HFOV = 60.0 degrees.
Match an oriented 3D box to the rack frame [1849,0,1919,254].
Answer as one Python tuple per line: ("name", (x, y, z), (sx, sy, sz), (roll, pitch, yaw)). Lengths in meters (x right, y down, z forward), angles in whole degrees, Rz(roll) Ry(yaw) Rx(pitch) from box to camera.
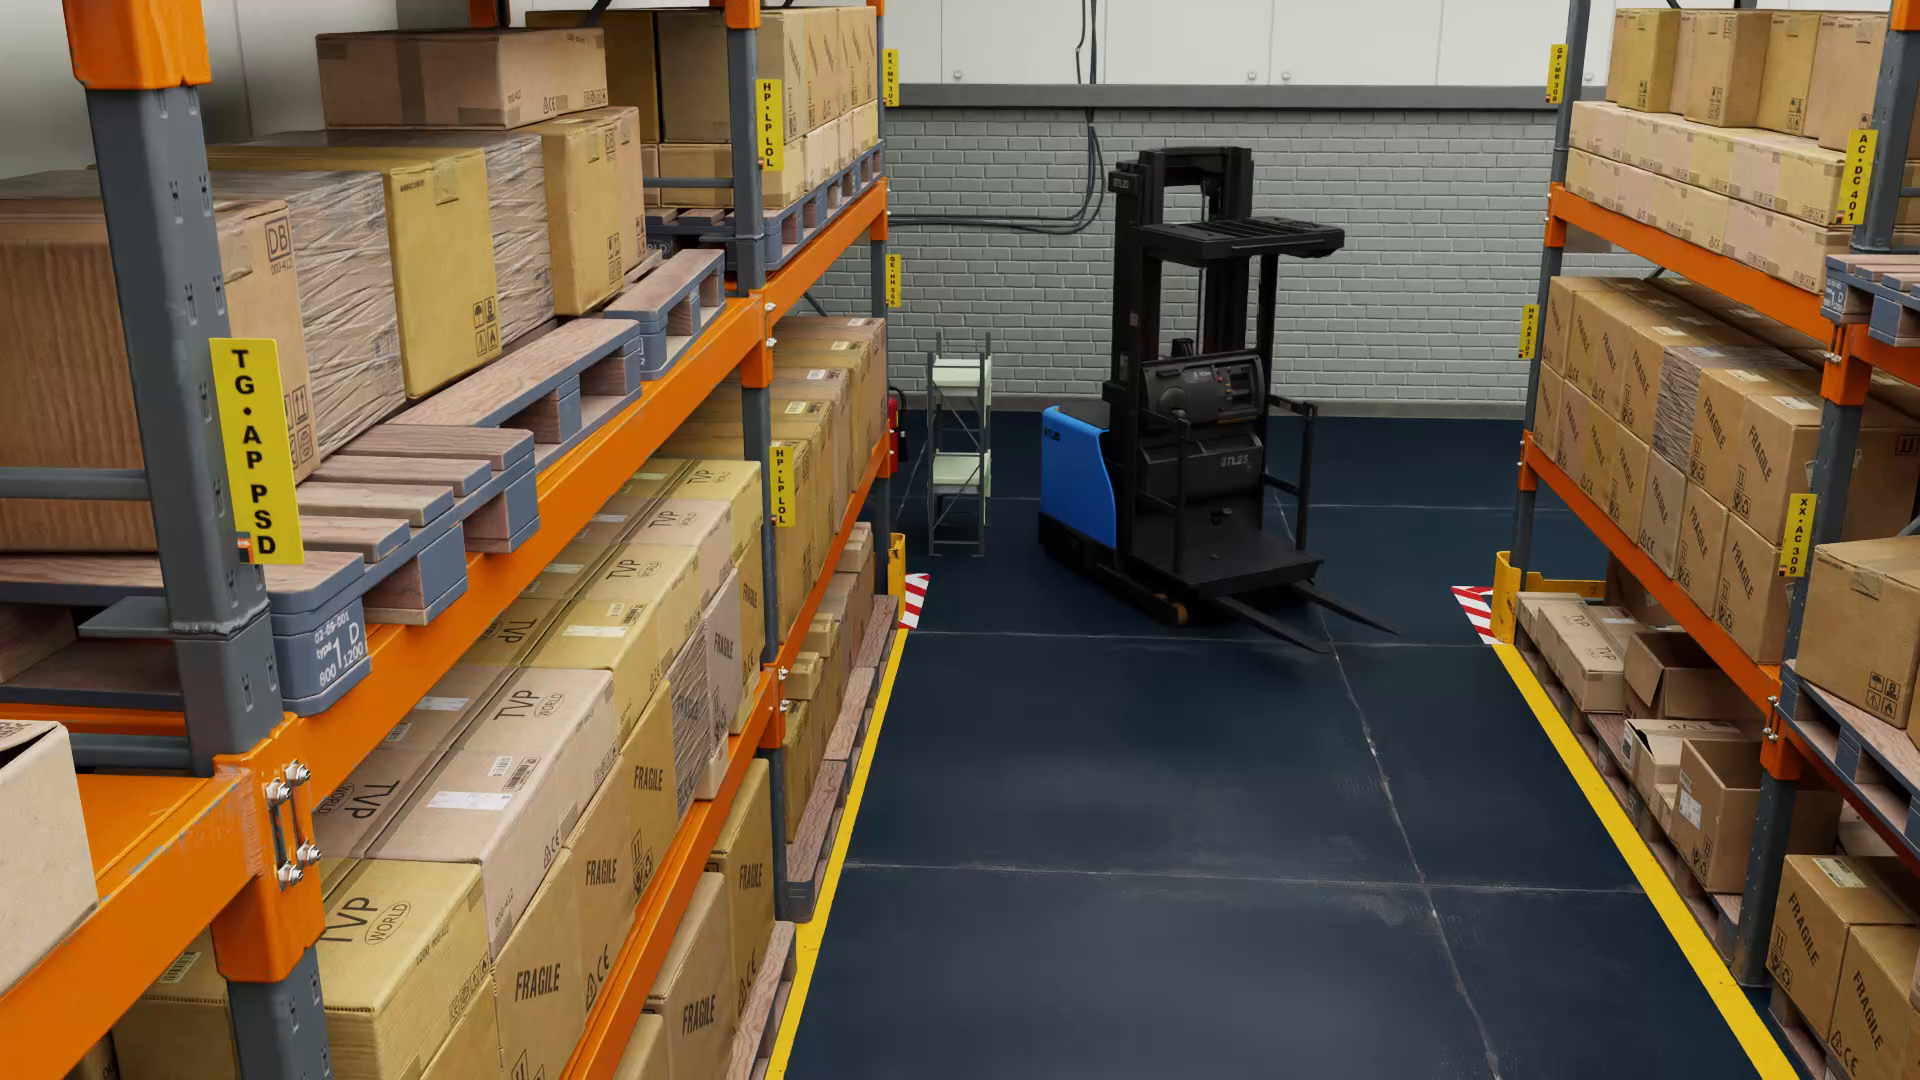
("rack frame", (3.701, -2.446, 5.437), (1.000, 3.000, 0.127), (1, 18, 4))

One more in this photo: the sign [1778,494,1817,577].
("sign", (3.159, -0.016, 6.266), (0.100, 0.325, 0.005), (1, 18, 4))

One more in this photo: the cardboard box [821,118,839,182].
("cardboard box", (-0.848, -1.832, 7.786), (0.500, 0.250, 0.500), (1, 18, 2))

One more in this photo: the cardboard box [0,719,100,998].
("cardboard box", (-1.309, 0.375, 1.756), (0.500, 0.311, 0.500), (1, 18, 4))

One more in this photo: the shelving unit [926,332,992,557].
("shelving unit", (0.000, -0.711, 12.183), (0.431, 1.500, 0.755), (1, 18, 4))

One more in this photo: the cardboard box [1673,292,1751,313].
("cardboard box", (4.195, -1.059, 9.072), (0.500, 0.500, 0.500), (2, 18, 5))

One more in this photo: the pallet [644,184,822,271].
("pallet", (-1.171, -1.342, 7.026), (1.003, 0.211, 1.213), (1, 18, 4))

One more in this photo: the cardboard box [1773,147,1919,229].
("cardboard box", (3.465, -1.344, 6.329), (0.500, 0.250, 0.500), (1, 18, 4))

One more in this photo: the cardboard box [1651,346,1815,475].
("cardboard box", (3.549, -0.597, 7.660), (0.500, 0.500, 0.500), (1, 18, 4))

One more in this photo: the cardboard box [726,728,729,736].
("cardboard box", (-1.040, 0.675, 5.918), (0.380, 0.149, 0.250), (2, 18, 6))

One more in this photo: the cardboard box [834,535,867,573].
("cardboard box", (-0.749, 0.076, 9.672), (0.380, 0.149, 0.250), (2, 18, 5))

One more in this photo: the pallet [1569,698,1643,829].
("pallet", (3.836, 1.137, 8.615), (1.003, 0.211, 1.213), (1, 18, 4))

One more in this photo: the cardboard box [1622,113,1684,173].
("cardboard box", (3.619, -1.965, 8.224), (0.500, 0.250, 0.500), (1, 18, 4))

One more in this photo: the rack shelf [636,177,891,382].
("rack shelf", (-1.097, -1.410, 8.245), (1.077, 0.370, 4.000), (1, 18, 4))

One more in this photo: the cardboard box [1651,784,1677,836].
("cardboard box", (3.426, 1.249, 7.665), (0.380, 0.149, 0.250), (1, 18, 4))

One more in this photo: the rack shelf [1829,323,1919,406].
("rack shelf", (3.557, -0.058, 4.120), (1.077, 0.370, 4.000), (1, 18, 4))

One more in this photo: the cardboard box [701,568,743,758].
("cardboard box", (-1.049, 0.404, 5.701), (0.500, 0.500, 0.500), (1, 18, 4))

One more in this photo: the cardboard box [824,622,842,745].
("cardboard box", (-1.006, 0.738, 8.693), (0.700, 0.500, 0.500), (2, 18, 5))

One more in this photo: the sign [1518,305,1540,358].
("sign", (3.446, -1.261, 10.064), (0.100, 0.325, 0.005), (1, 18, 4))

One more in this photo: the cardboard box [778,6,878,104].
("cardboard box", (-0.734, -2.671, 9.142), (0.500, 0.500, 0.500), (1, 18, 4))

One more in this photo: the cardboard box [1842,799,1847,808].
("cardboard box", (3.999, 1.148, 7.947), (0.380, 0.166, 0.250), (1, 18, 4))

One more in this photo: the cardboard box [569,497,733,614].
("cardboard box", (-1.065, 0.050, 5.579), (0.500, 0.250, 0.500), (2, 18, 5))

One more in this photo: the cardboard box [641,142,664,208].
("cardboard box", (-1.425, -1.524, 6.845), (0.500, 0.250, 0.500), (1, 18, 4))

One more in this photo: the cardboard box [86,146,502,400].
("cardboard box", (-1.511, -0.634, 3.855), (0.700, 0.500, 0.500), (2, 18, 7))

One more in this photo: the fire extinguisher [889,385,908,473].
("fire extinguisher", (-0.482, -0.770, 10.678), (0.296, 0.674, 0.183), (1, 18, 4))

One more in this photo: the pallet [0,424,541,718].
("pallet", (-1.534, 0.001, 3.090), (1.213, 0.211, 1.003), (2, 18, 6))

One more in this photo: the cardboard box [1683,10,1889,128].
("cardboard box", (3.789, -2.162, 7.619), (0.700, 0.500, 0.500), (1, 18, 4))

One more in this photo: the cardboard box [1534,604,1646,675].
("cardboard box", (3.630, 0.578, 9.552), (0.500, 0.250, 0.500), (1, 18, 4))

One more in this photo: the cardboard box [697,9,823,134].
("cardboard box", (-0.879, -2.037, 7.208), (0.500, 0.500, 0.500), (1, 18, 3))

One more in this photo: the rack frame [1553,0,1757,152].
("rack frame", (3.988, -3.689, 9.228), (1.000, 3.000, 0.127), (1, 18, 4))

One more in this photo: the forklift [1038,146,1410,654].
("forklift", (1.703, -0.986, 10.725), (1.130, 2.935, 3.031), (-9, 20, -26))

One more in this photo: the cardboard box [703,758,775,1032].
("cardboard box", (-1.157, 1.322, 6.349), (0.750, 0.750, 0.750), (1, 18, 5))

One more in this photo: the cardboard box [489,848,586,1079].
("cardboard box", (-1.190, 1.032, 3.787), (0.500, 0.500, 0.500), (2, 18, 6))

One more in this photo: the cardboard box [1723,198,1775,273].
("cardboard box", (3.517, -1.262, 6.879), (0.500, 0.250, 0.500), (1, 18, 4))

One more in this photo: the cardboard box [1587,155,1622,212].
("cardboard box", (3.648, -1.883, 8.776), (0.500, 0.250, 0.500), (1, 18, 4))

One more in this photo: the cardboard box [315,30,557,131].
("cardboard box", (-1.459, -1.301, 4.688), (0.500, 0.250, 0.500), (1, 18, 2))

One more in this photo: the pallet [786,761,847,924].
("pallet", (-1.108, 1.386, 7.854), (1.003, 0.211, 1.213), (1, 18, 4))

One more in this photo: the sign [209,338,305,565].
("sign", (-0.986, -0.121, 2.327), (0.100, 0.325, 0.005), (1, 18, 4))

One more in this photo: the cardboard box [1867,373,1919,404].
("cardboard box", (4.052, -0.418, 7.116), (0.500, 0.500, 0.500), (1, 18, 2))

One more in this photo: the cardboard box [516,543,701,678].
("cardboard box", (-1.102, 0.208, 5.095), (0.500, 0.250, 0.500), (2, 18, 5))

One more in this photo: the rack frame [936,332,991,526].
("rack frame", (0.026, -0.824, 12.530), (0.400, 1.500, 0.023), (1, 18, 4))

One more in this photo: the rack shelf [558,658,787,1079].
("rack shelf", (-1.384, 1.258, 4.921), (1.077, 0.370, 4.000), (1, 18, 4))

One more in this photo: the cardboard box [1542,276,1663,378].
("cardboard box", (3.693, -1.228, 9.588), (0.500, 0.500, 0.500), (2, 18, 6))

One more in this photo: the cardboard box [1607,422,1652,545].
("cardboard box", (3.585, -0.282, 8.305), (0.500, 0.500, 0.500), (2, 18, 5))

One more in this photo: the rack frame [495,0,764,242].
("rack frame", (-1.240, -2.556, 5.771), (1.000, 3.000, 0.127), (1, 18, 4))

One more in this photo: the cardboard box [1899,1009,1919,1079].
("cardboard box", (3.353, 1.849, 5.270), (0.500, 0.500, 0.500), (2, 18, 5))

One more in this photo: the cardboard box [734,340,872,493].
("cardboard box", (-1.021, -0.705, 9.275), (0.980, 0.700, 0.700), (1, 18, 3))
